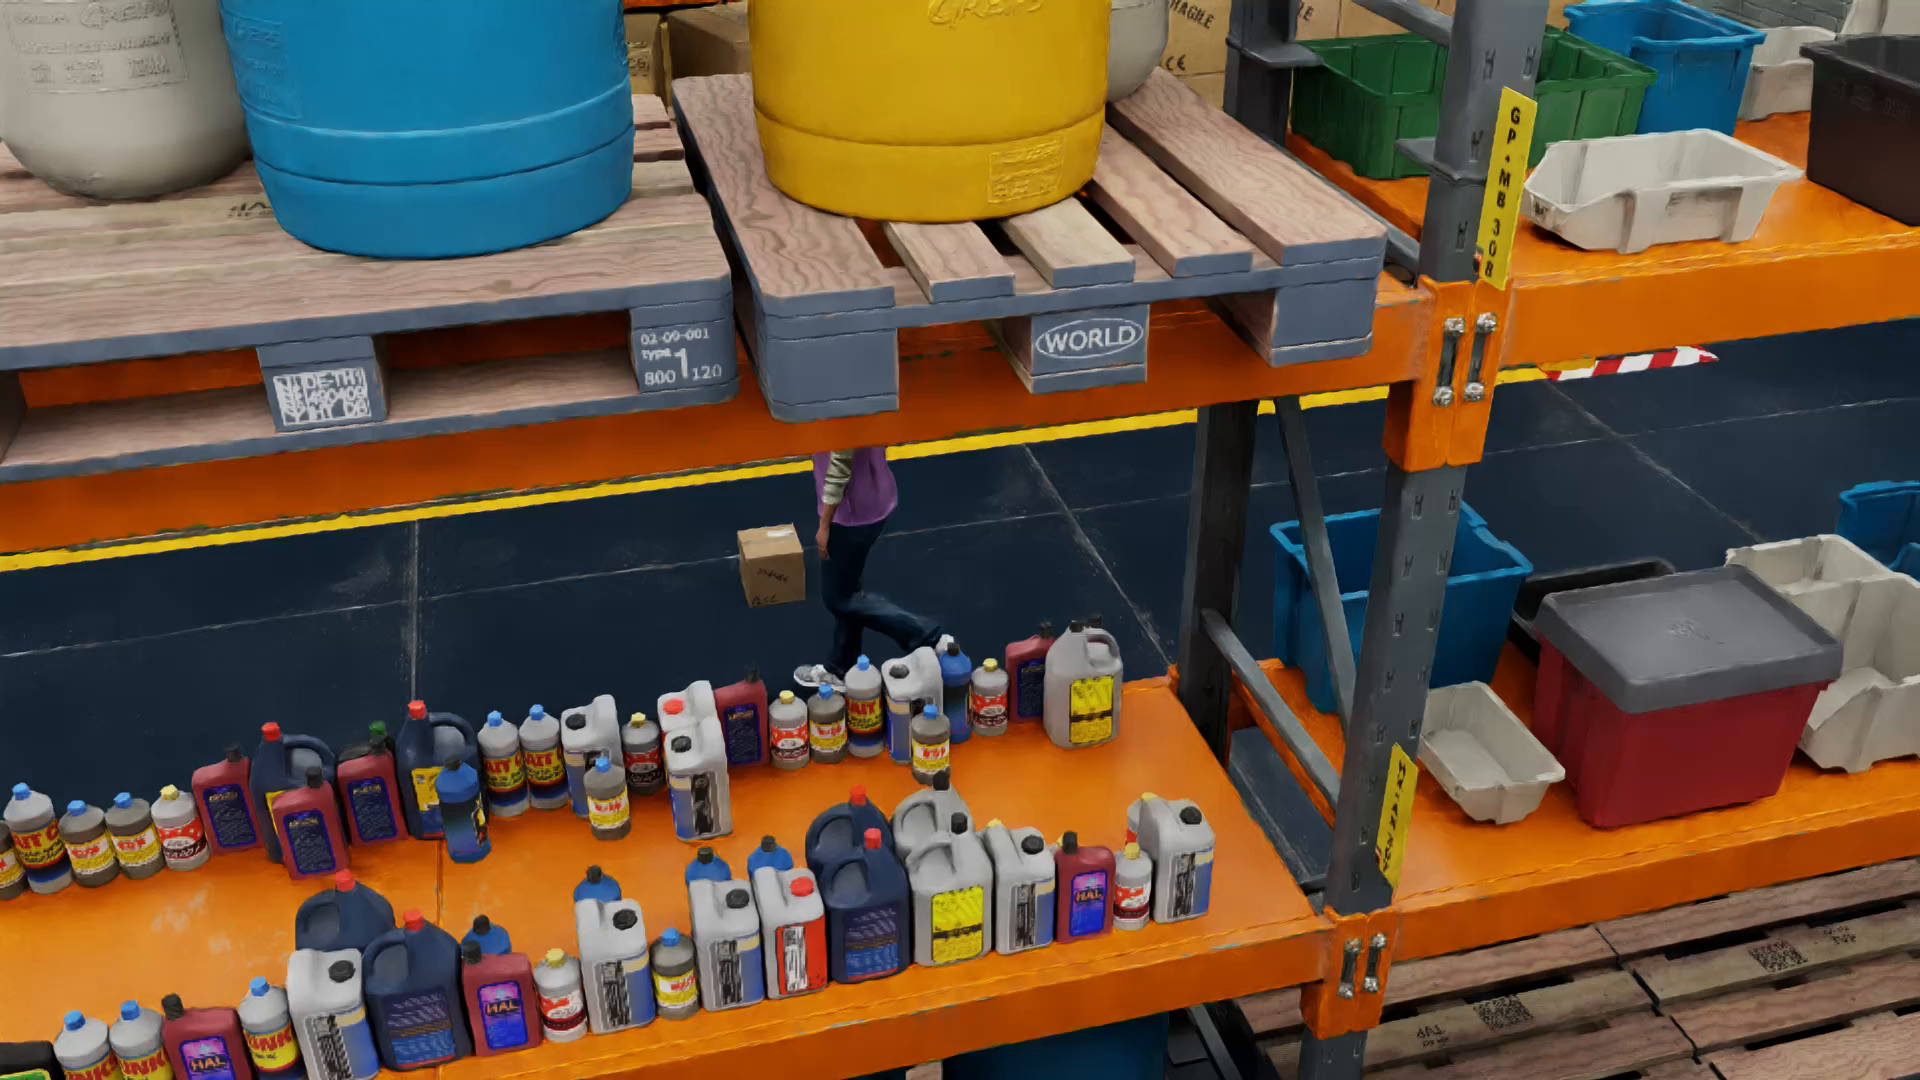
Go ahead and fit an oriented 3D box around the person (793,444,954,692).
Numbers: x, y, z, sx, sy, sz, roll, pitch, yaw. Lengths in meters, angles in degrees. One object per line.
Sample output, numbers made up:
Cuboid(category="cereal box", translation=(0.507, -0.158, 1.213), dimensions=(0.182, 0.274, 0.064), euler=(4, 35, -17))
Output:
Cuboid(category="person", translation=(-0.334, -0.103, 6.299), dimensions=(0.677, 1.582, 0.464), euler=(7, 31, 11))
